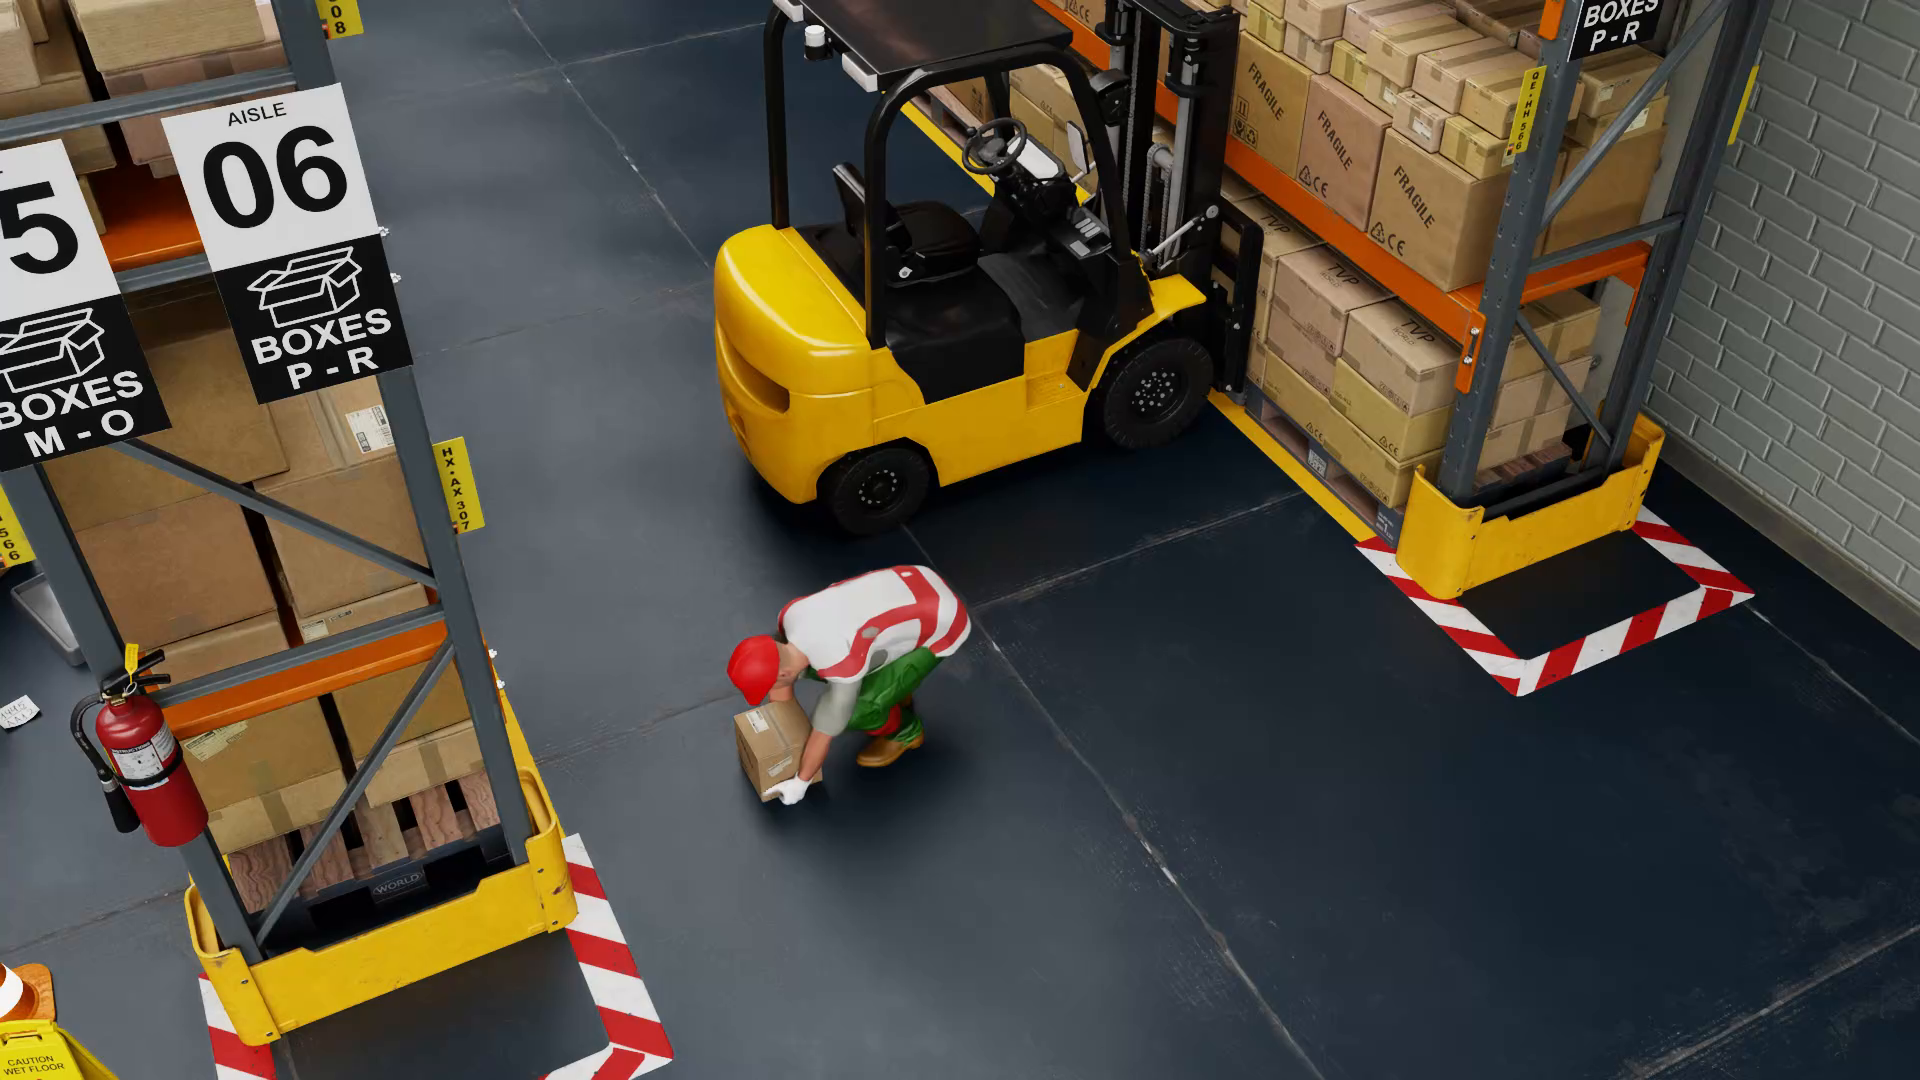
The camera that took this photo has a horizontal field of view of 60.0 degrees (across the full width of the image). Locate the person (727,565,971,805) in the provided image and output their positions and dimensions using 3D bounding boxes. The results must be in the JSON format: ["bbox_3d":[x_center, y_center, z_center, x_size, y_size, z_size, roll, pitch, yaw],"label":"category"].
[{"bbox_3d":[-0.422,0.522,6.333,0.959,0.798,0.520,-20,45,-21],"label":"person"}]
